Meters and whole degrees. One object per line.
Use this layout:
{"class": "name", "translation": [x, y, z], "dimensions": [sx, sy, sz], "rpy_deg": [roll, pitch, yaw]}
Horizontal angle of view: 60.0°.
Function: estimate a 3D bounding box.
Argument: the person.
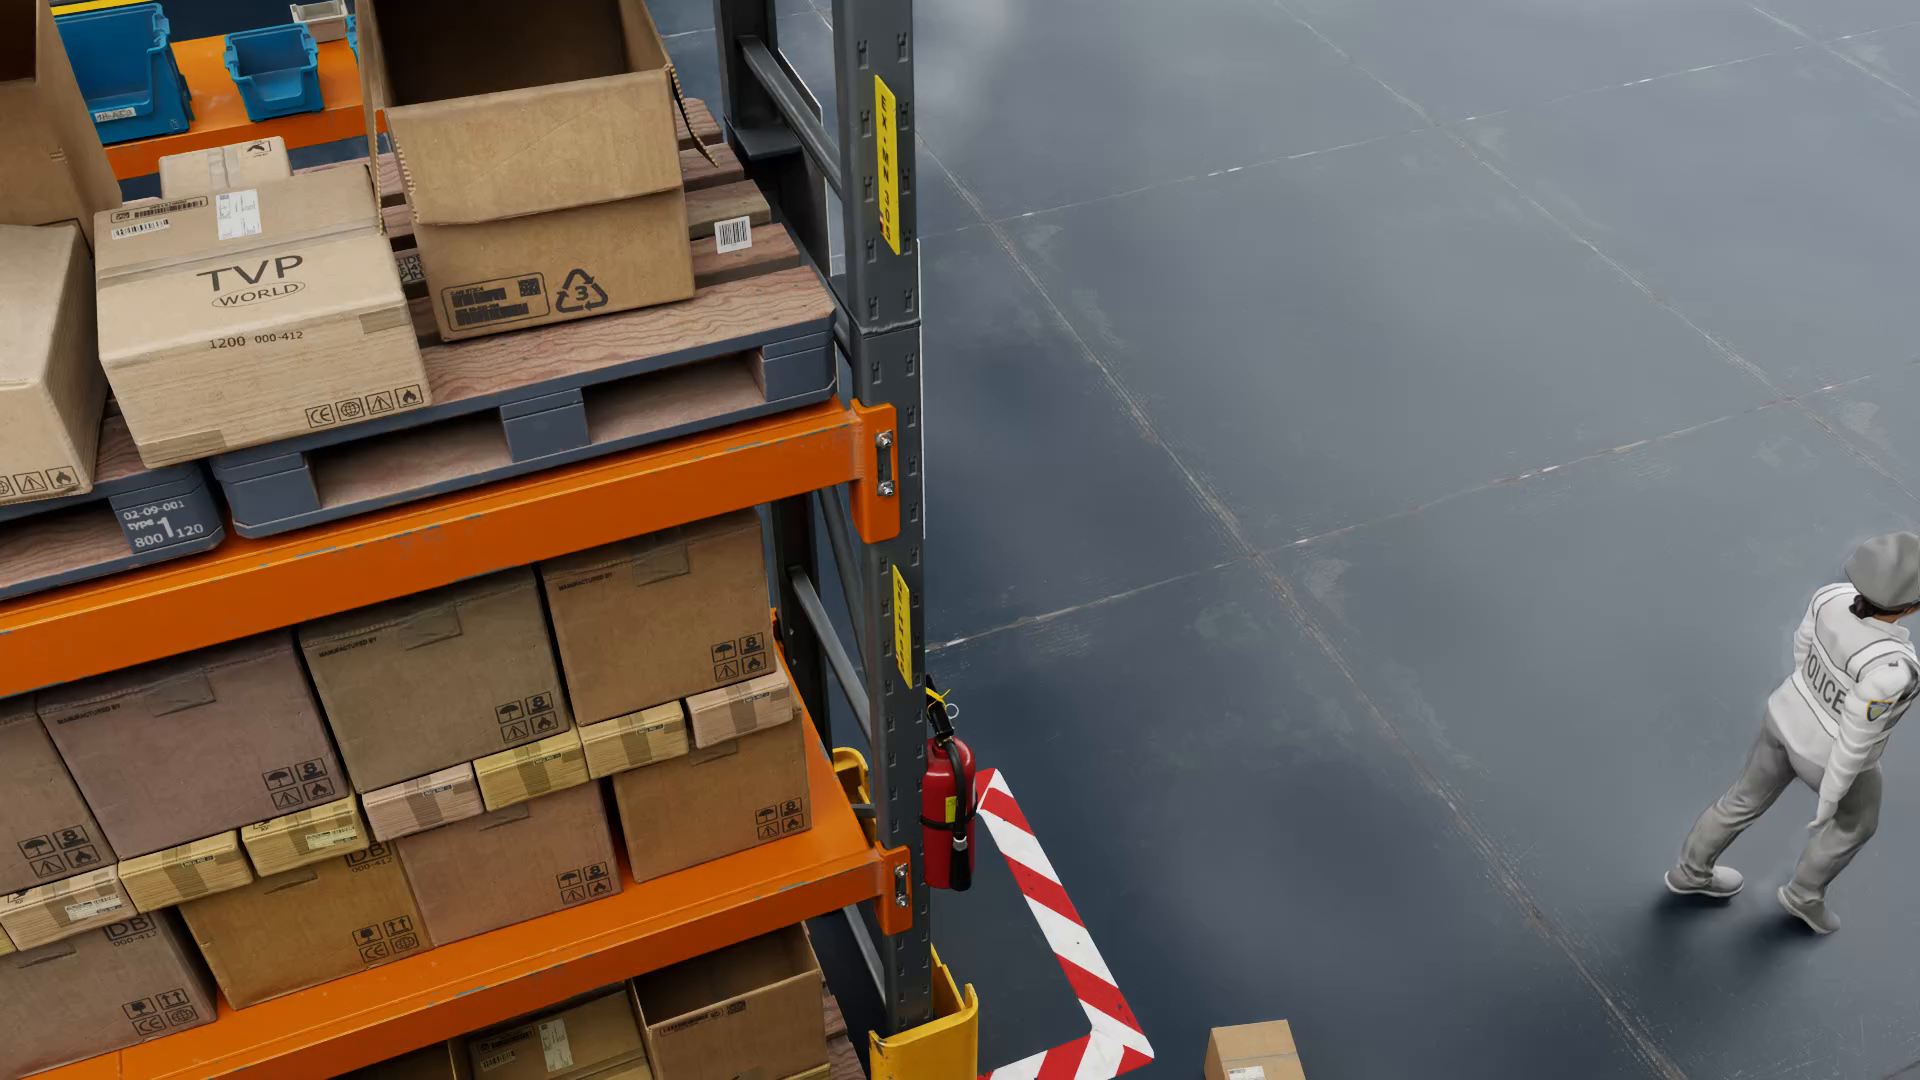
{"class": "person", "translation": [2.817, 0.658, 5.426], "dimensions": [0.588, 1.754, 0.523], "rpy_deg": [-6, 42, -7]}
